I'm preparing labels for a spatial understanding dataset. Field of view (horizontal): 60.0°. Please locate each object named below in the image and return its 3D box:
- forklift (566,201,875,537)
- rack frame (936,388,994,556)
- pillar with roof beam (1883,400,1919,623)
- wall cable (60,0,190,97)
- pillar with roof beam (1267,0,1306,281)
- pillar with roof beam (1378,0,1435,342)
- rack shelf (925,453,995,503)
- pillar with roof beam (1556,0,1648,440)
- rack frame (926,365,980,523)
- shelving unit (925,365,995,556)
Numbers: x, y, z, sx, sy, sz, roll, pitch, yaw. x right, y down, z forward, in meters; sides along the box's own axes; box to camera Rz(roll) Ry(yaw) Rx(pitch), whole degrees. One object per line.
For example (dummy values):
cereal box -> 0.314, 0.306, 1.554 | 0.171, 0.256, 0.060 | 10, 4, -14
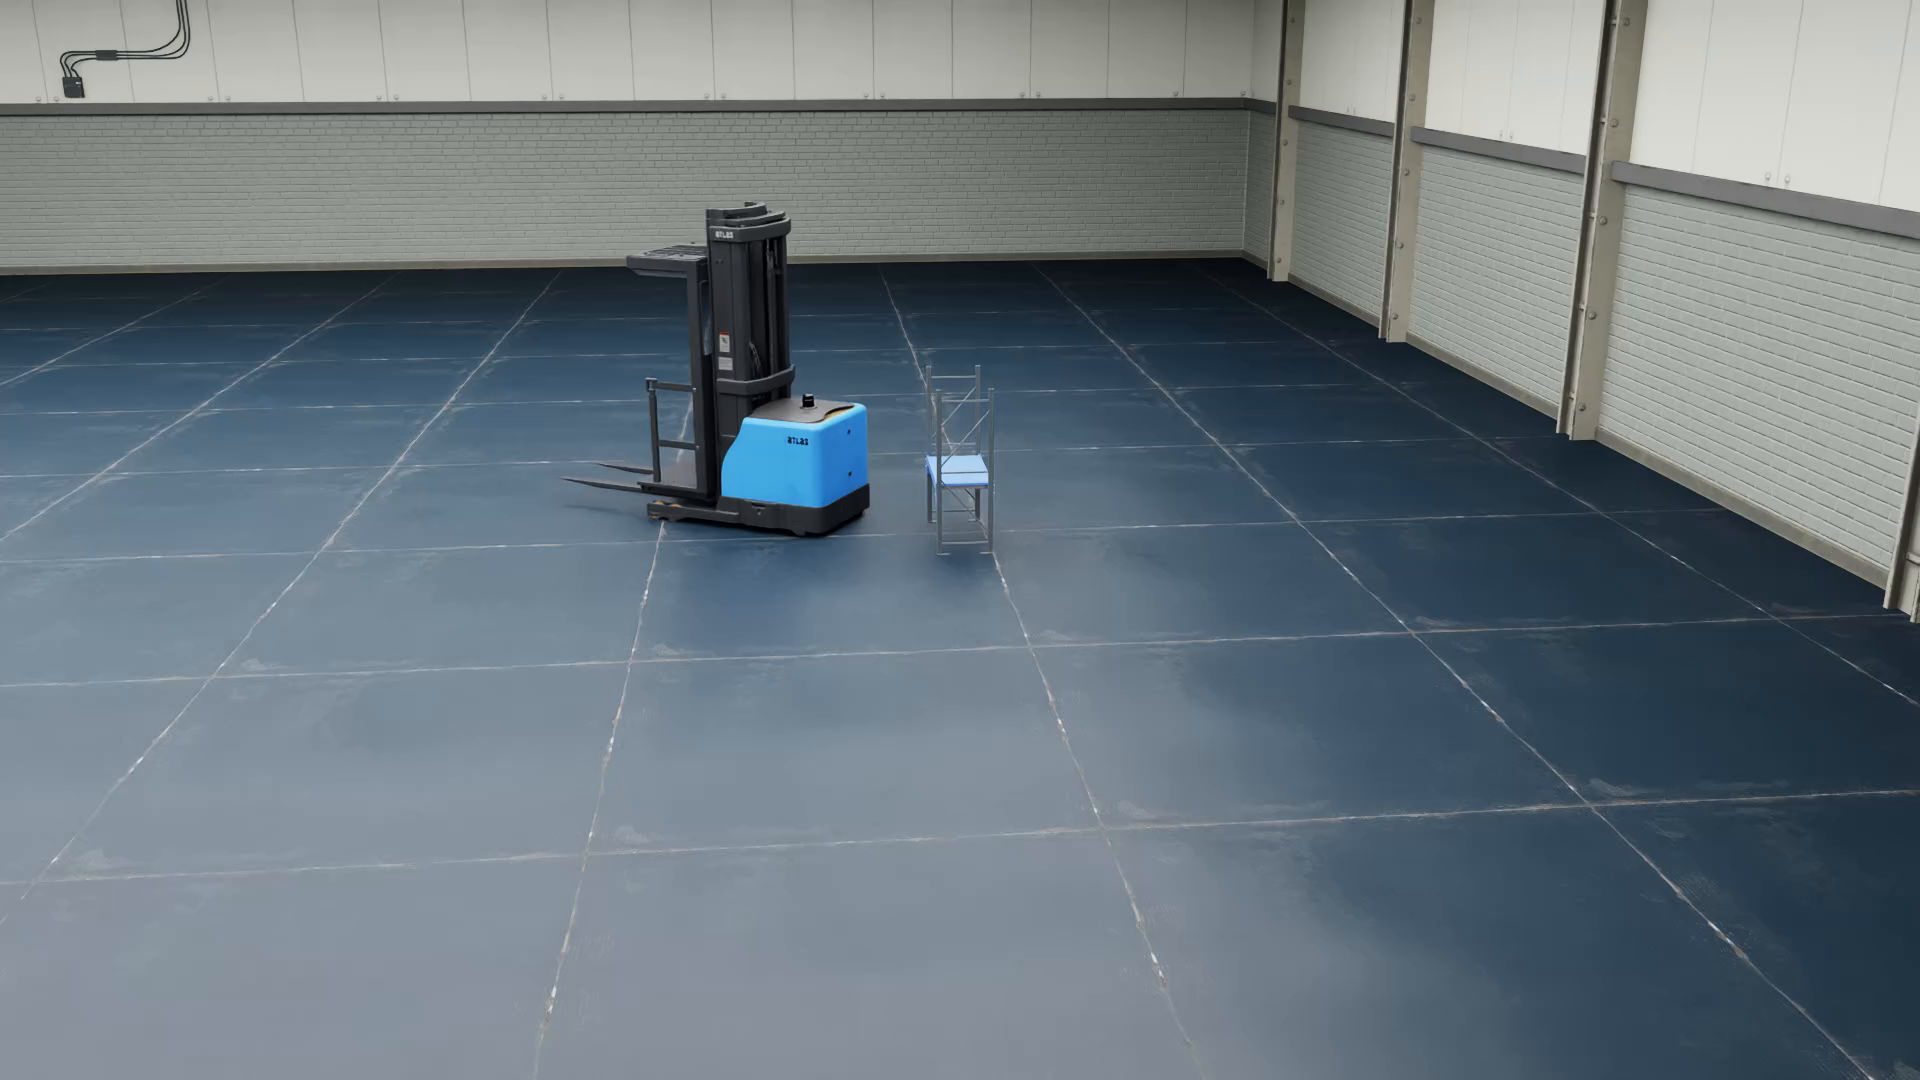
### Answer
forklift -> -2.381, -1.703, 15.780 | 3.031, 2.935, 1.130 | 7, 19, 23
rack frame -> 0.044, -0.590, 14.624 | 0.500, 1.500, 0.032 | -2, 18, -6
pillar with roof beam -> 3.400, -3.567, 11.589 | 9.100, 9.000, 0.400 | -2, 18, -6
wall cable -> -15.051, -10.920, 29.331 | 2.305, 6.003, 0.169 | -2, 18, -6
pillar with roof beam -> 1.543, -8.930, 28.671 | 9.100, 9.000, 0.400 | -2, 18, -6
pillar with roof beam -> 2.162, -7.142, 22.977 | 9.100, 9.000, 0.400 | -2, 18, -6
rack shelf -> -0.009, -0.569, 15.160 | 0.538, 0.185, 1.000 | -2, 18, -6
pillar with roof beam -> 2.781, -5.355, 17.283 | 9.100, 9.000, 0.400 | -2, 18, -6
rack frame -> -0.061, -0.892, 15.589 | 0.500, 1.500, 0.032 | -2, 18, -6
shelving unit -> -0.009, -0.741, 15.106 | 0.538, 1.500, 1.048 | -2, 18, -6
